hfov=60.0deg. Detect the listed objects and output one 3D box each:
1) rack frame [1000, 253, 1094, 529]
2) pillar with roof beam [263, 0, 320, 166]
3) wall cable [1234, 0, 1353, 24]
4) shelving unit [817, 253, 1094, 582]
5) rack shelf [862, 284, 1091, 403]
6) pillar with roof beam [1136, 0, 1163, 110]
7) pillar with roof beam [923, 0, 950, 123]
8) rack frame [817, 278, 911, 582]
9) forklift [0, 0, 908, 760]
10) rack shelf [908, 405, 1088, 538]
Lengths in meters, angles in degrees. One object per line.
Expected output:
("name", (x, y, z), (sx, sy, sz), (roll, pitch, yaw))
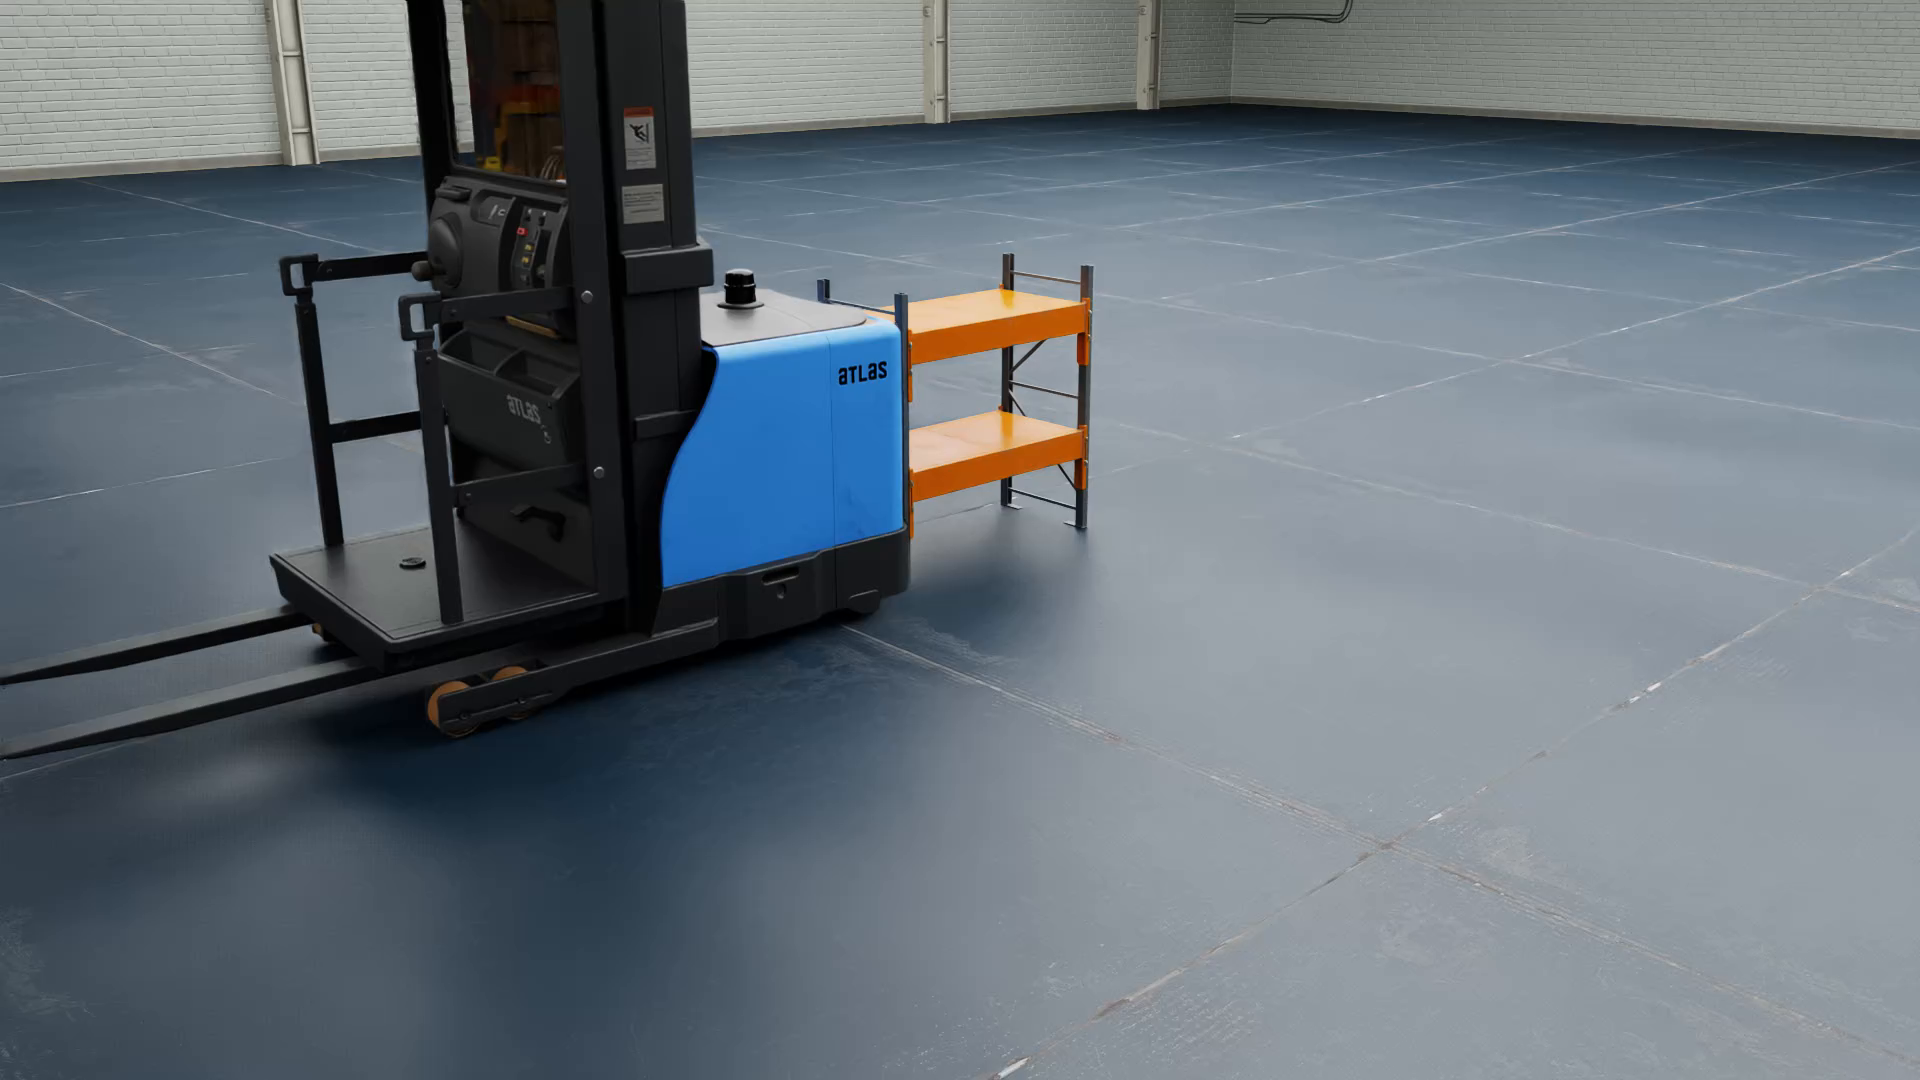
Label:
("rack frame", (0.364, -0.641, 7.139), (0.032, 1.125, 0.500), (-16, 24, -41))
("pillar with roof beam", (-6.188, -8.542, 18.741), (0.400, 9.000, 9.100), (-16, 24, -41))
("wall cable", (6.982, -12.172, 34.971), (0.112, 2.526, 3.097), (-16, 24, -41))
("shelving unit", (-0.005, -0.534, 6.807), (1.048, 1.125, 0.538), (-16, 24, -41))
("rack shelf", (-0.005, -0.812, 6.717), (1.000, 0.278, 0.538), (-16, 24, -41))
("pillar with roof beam", (6.891, -12.356, 30.505), (0.400, 9.000, 9.100), (-16, 24, -41))
("pillar with roof beam", (2.531, -11.085, 26.583), (0.400, 9.000, 9.100), (-16, 24, -41))
("rack frame", (-0.374, -0.426, 6.475), (0.032, 1.125, 0.500), (-16, 24, -41))
("forklift", (-1.652, -0.971, 5.228), (3.031, 2.935, 1.130), (-14, 23, -37))
("rack shelf", (-0.005, -0.301, 6.882), (1.000, 0.278, 0.538), (-16, 24, -41))
